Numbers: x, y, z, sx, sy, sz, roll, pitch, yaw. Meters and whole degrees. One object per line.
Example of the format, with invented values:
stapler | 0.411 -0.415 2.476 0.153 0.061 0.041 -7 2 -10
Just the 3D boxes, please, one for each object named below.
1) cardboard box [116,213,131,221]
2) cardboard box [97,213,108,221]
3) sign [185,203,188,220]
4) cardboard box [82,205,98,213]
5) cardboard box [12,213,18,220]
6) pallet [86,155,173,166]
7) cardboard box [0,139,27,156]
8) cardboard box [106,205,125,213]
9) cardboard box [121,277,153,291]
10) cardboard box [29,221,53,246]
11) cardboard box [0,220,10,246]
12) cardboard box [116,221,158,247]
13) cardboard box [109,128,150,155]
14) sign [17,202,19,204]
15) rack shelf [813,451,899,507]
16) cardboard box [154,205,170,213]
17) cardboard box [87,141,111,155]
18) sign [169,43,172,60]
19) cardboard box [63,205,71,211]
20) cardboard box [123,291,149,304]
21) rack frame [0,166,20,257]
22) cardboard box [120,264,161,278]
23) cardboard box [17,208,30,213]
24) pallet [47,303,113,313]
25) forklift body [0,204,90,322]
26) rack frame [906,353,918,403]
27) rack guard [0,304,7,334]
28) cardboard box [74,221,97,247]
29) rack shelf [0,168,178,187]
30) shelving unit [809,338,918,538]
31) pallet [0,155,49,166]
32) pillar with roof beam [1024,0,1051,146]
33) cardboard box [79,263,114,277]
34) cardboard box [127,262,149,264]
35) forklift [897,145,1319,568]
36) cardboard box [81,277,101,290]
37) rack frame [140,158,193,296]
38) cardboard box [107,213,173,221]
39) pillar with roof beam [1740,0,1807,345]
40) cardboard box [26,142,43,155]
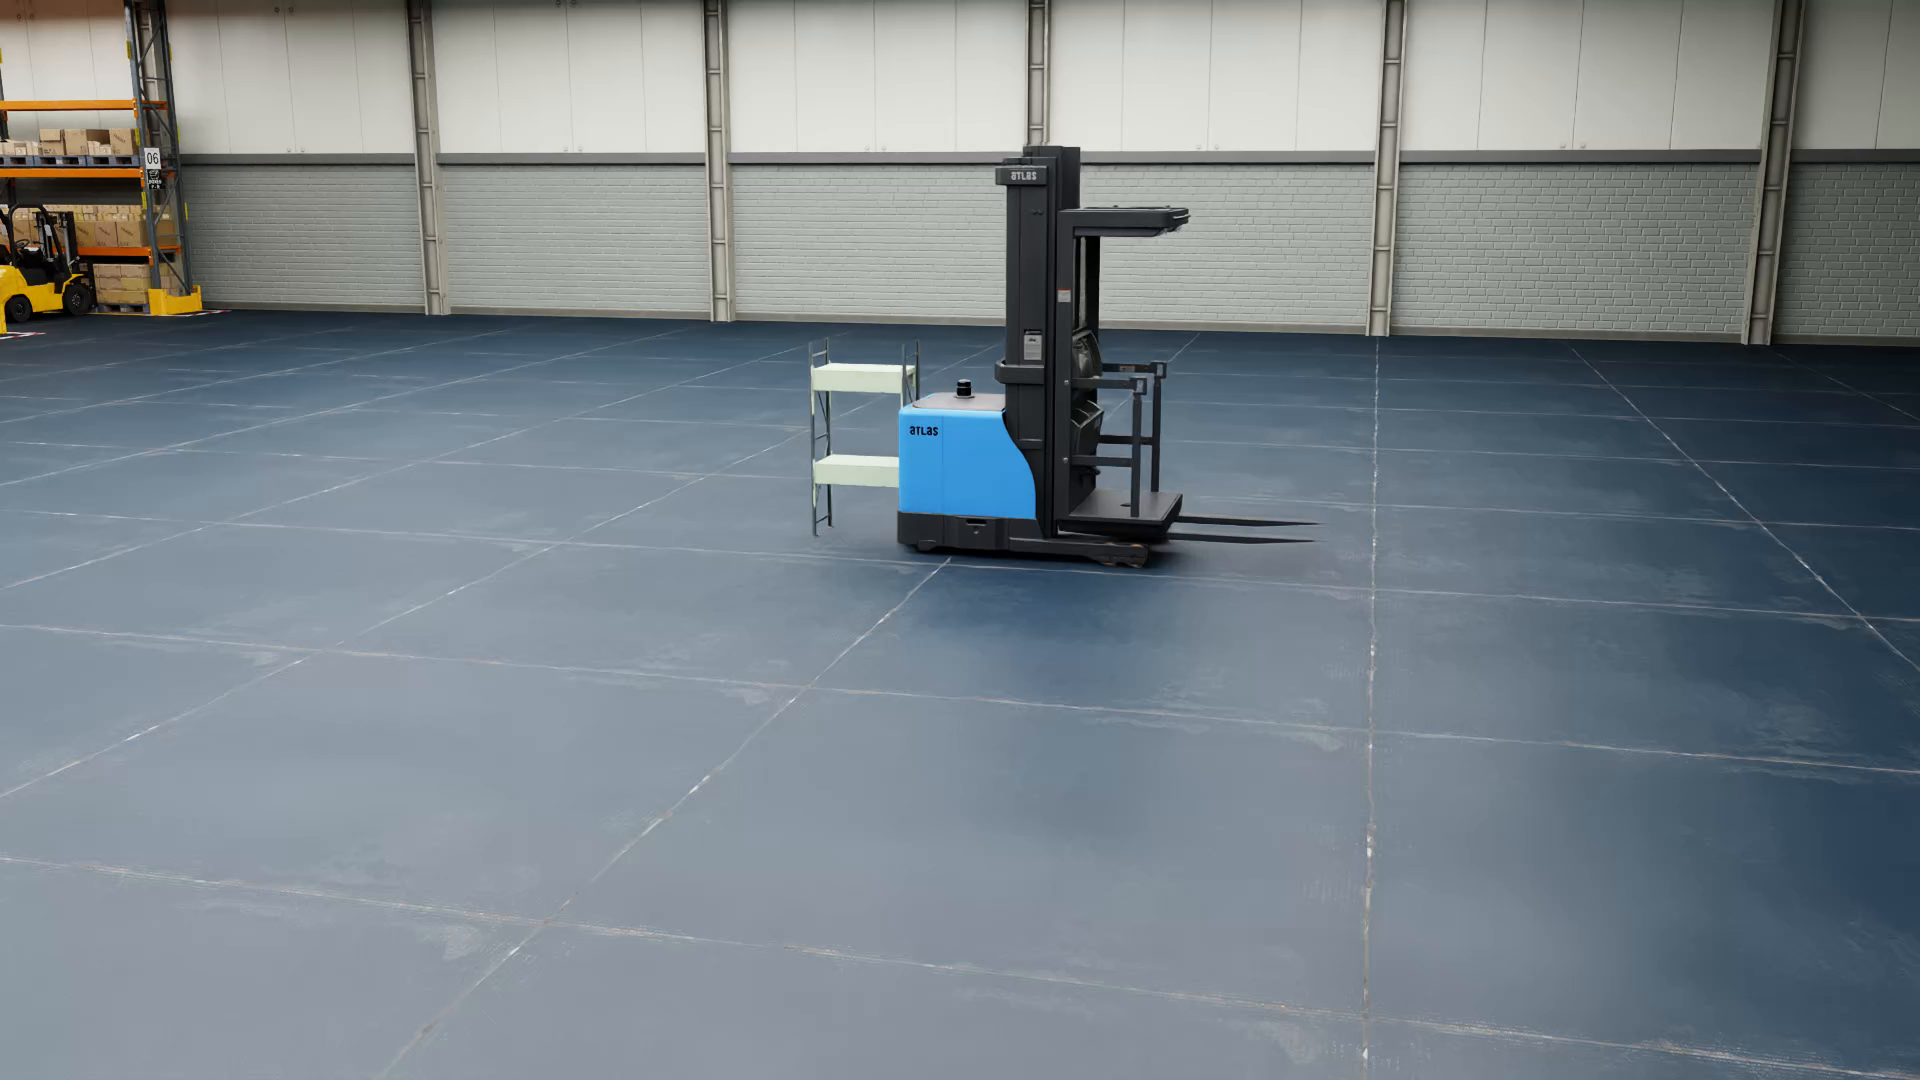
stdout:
cardboard box | -18.208 -5.710 30.971 3.004 0.649 4.768 3 13 14
cardboard box | -16.792 -6.379 32.832 0.250 0.149 0.380 3 13 13
sign | -15.519 -6.584 33.301 0.005 0.325 0.100 3 13 14
cardboard box | -17.067 -6.524 32.798 0.250 0.149 0.380 3 13 15
cardboard box | -18.784 -6.486 33.316 0.250 0.149 0.380 3 13 13
pallet | -16.338 -7.469 32.753 1.213 0.211 1.003 3 13 14
cardboard box | -18.792 -7.794 33.017 0.500 0.311 0.500 3 13 15
cardboard box | -16.564 -6.505 32.713 0.250 0.149 0.380 3 13 15
cardboard box | -16.205 -5.072 32.894 0.500 0.250 0.500 3 13 13
cardboard box | -18.172 -6.135 33.229 0.500 0.500 0.500 3 13 13
cardboard box | -19.173 -6.184 33.452 0.500 0.500 0.500 3 13 12
cardboard box | -16.199 -6.025 32.734 0.500 0.500 0.500 3 13 12
cardboard box | -16.146 -7.745 32.359 0.500 0.500 0.500 3 13 15
sign | -19.410 -6.792 34.238 0.005 0.325 0.100 3 13 14
rack shelf | -0.723 -0.455 12.828 0.720 0.370 0.431 3 13 14
cardboard box | -15.933 -6.579 33.046 0.250 0.149 0.380 3 13 12
cardboard box | -16.781 -7.651 32.477 0.258 0.266 0.396 3 13 14
sign | -15.519 -9.584 32.635 0.005 0.325 0.100 3 13 14
cardboard box | -17.547 -6.569 33.003 0.250 0.149 0.380 3 13 14
cardboard box | -16.190 -4.826 32.941 0.500 0.250 0.500 3 13 14
rack frame | -19.541 -6.213 33.814 0.127 3.000 1.000 3 13 14
cardboard box | -16.180 -5.315 32.835 0.500 0.250 0.500 4 13 15
cardboard box | -18.552 -6.604 33.161 0.250 0.149 0.380 3 13 15
pallet | -17.591 -4.739 33.607 1.213 0.211 1.003 3 13 14
forklift body | -17.936 -5.306 31.685 1.214 2.155 2.313 3 13 14
rack frame | -0.369 -0.754 12.667 0.010 1.308 0.380 3 13 14
rack guard | -16.917 -3.746 28.462 0.348 0.500 1.175 3 13 14
cardboard box | -17.198 -6.080 32.984 0.500 0.500 0.500 3 13 12
rack shelf | -23.379 -6.942 34.623 15.904 1.578 1.077 3 13 14
shelving unit | -0.726 -0.774 12.758 0.748 1.500 0.431 3 13 14
pallet | -18.707 -7.596 33.324 1.213 0.211 1.003 3 13 14
pillar with roof beam | 0.326 -7.321 24.955 0.400 9.000 9.100 3 13 14
cardboard box | -17.169 -5.364 33.057 0.500 0.250 0.500 3 13 14
cardboard box | -16.565 -5.447 33.428 0.500 0.250 0.500 3 13 14
forklift | 1.110 -1.361 12.103 3.031 2.935 1.130 3 13 14
cardboard box | -17.196 -5.123 33.123 0.500 0.250 0.500 3 13 12
rack frame | -15.658 -6.006 32.879 0.127 3.000 1.000 3 13 14
cardboard box | -16.244 -6.403 32.941 0.794 0.149 0.880 3 13 12
pillar with roof beam | 11.977 -6.698 22.148 0.400 9.000 9.100 3 13 14
cardboard box | -18.173 -7.725 32.813 0.258 0.266 0.396 3 13 12
